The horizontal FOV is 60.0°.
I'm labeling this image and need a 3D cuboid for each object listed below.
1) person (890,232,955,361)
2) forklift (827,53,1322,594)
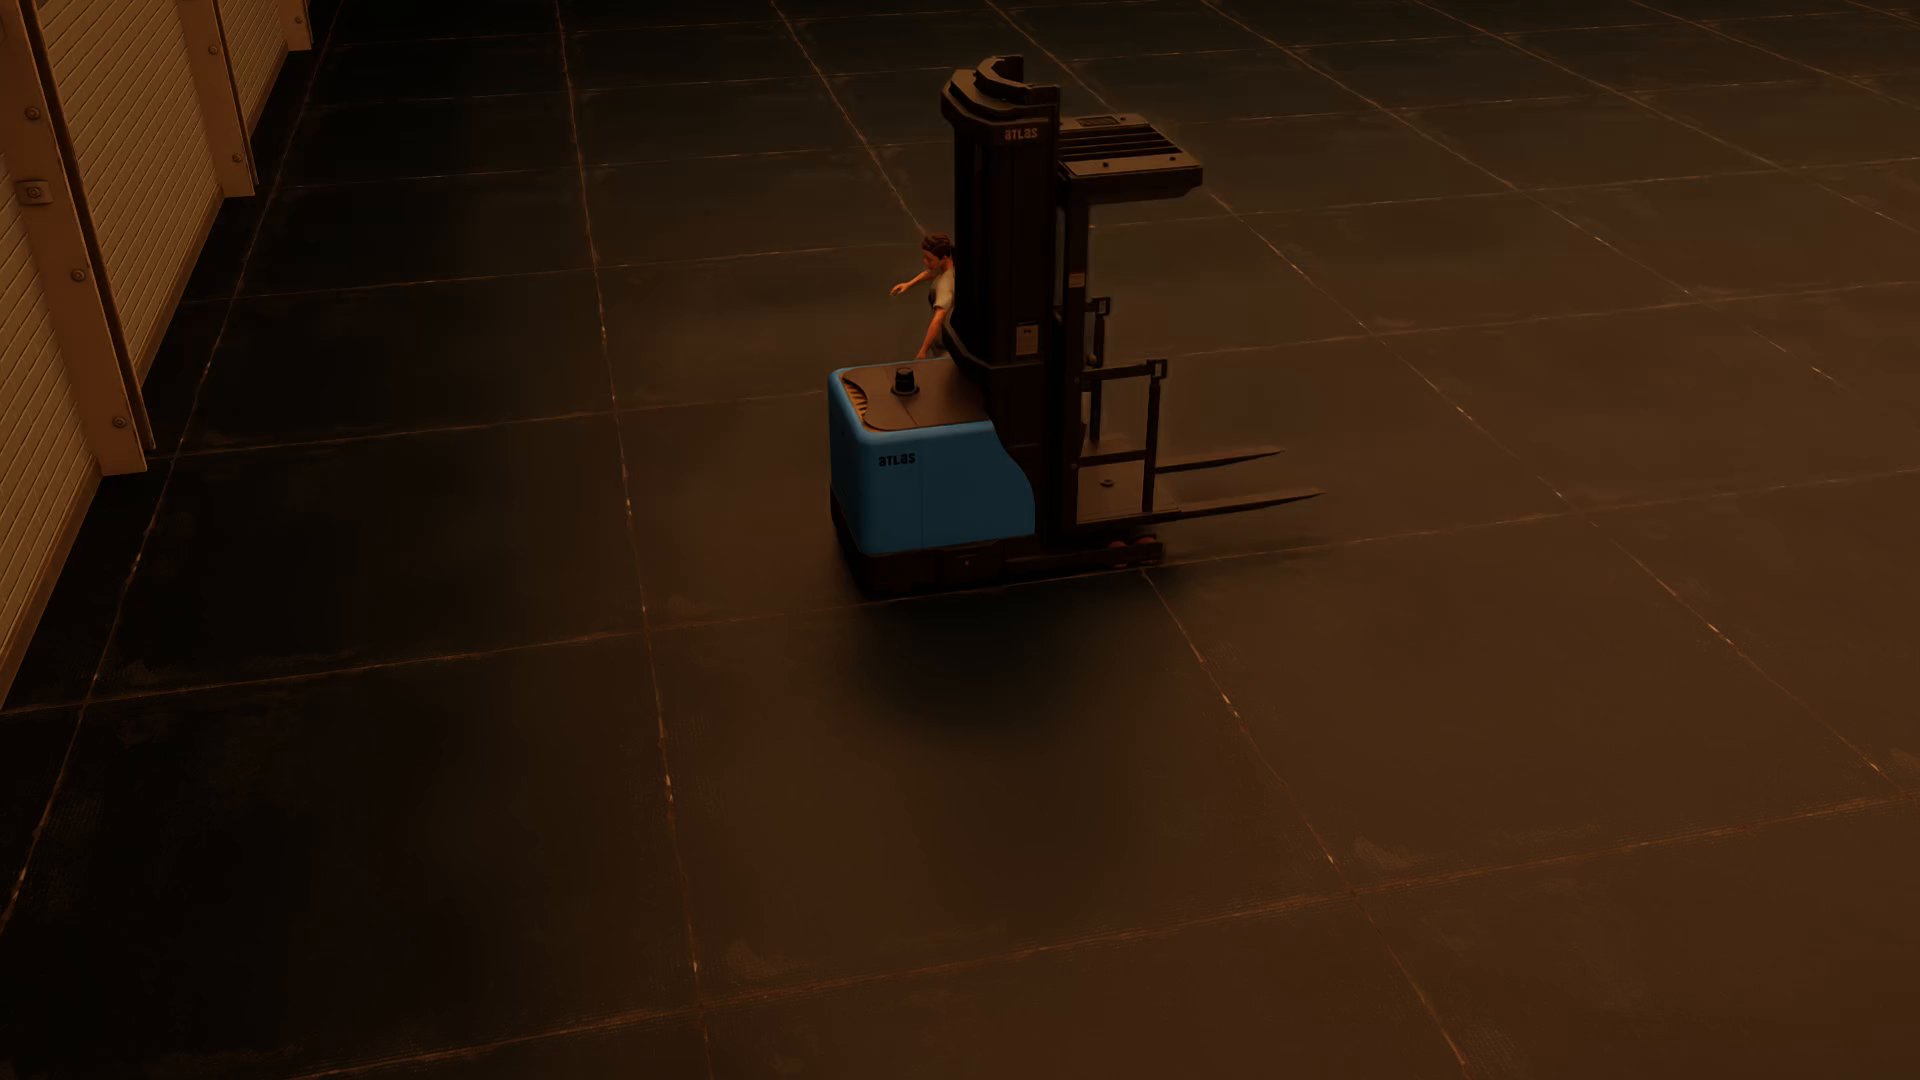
[{"bbox_3d":[-0.110,-1.457,11.655,0.608,1.448,0.920,-10,32,-17],"label":"person"},{"bbox_3d":[0.753,-1.342,9.892,3.031,2.935,1.130,-8,31,-13],"label":"forklift"}]
